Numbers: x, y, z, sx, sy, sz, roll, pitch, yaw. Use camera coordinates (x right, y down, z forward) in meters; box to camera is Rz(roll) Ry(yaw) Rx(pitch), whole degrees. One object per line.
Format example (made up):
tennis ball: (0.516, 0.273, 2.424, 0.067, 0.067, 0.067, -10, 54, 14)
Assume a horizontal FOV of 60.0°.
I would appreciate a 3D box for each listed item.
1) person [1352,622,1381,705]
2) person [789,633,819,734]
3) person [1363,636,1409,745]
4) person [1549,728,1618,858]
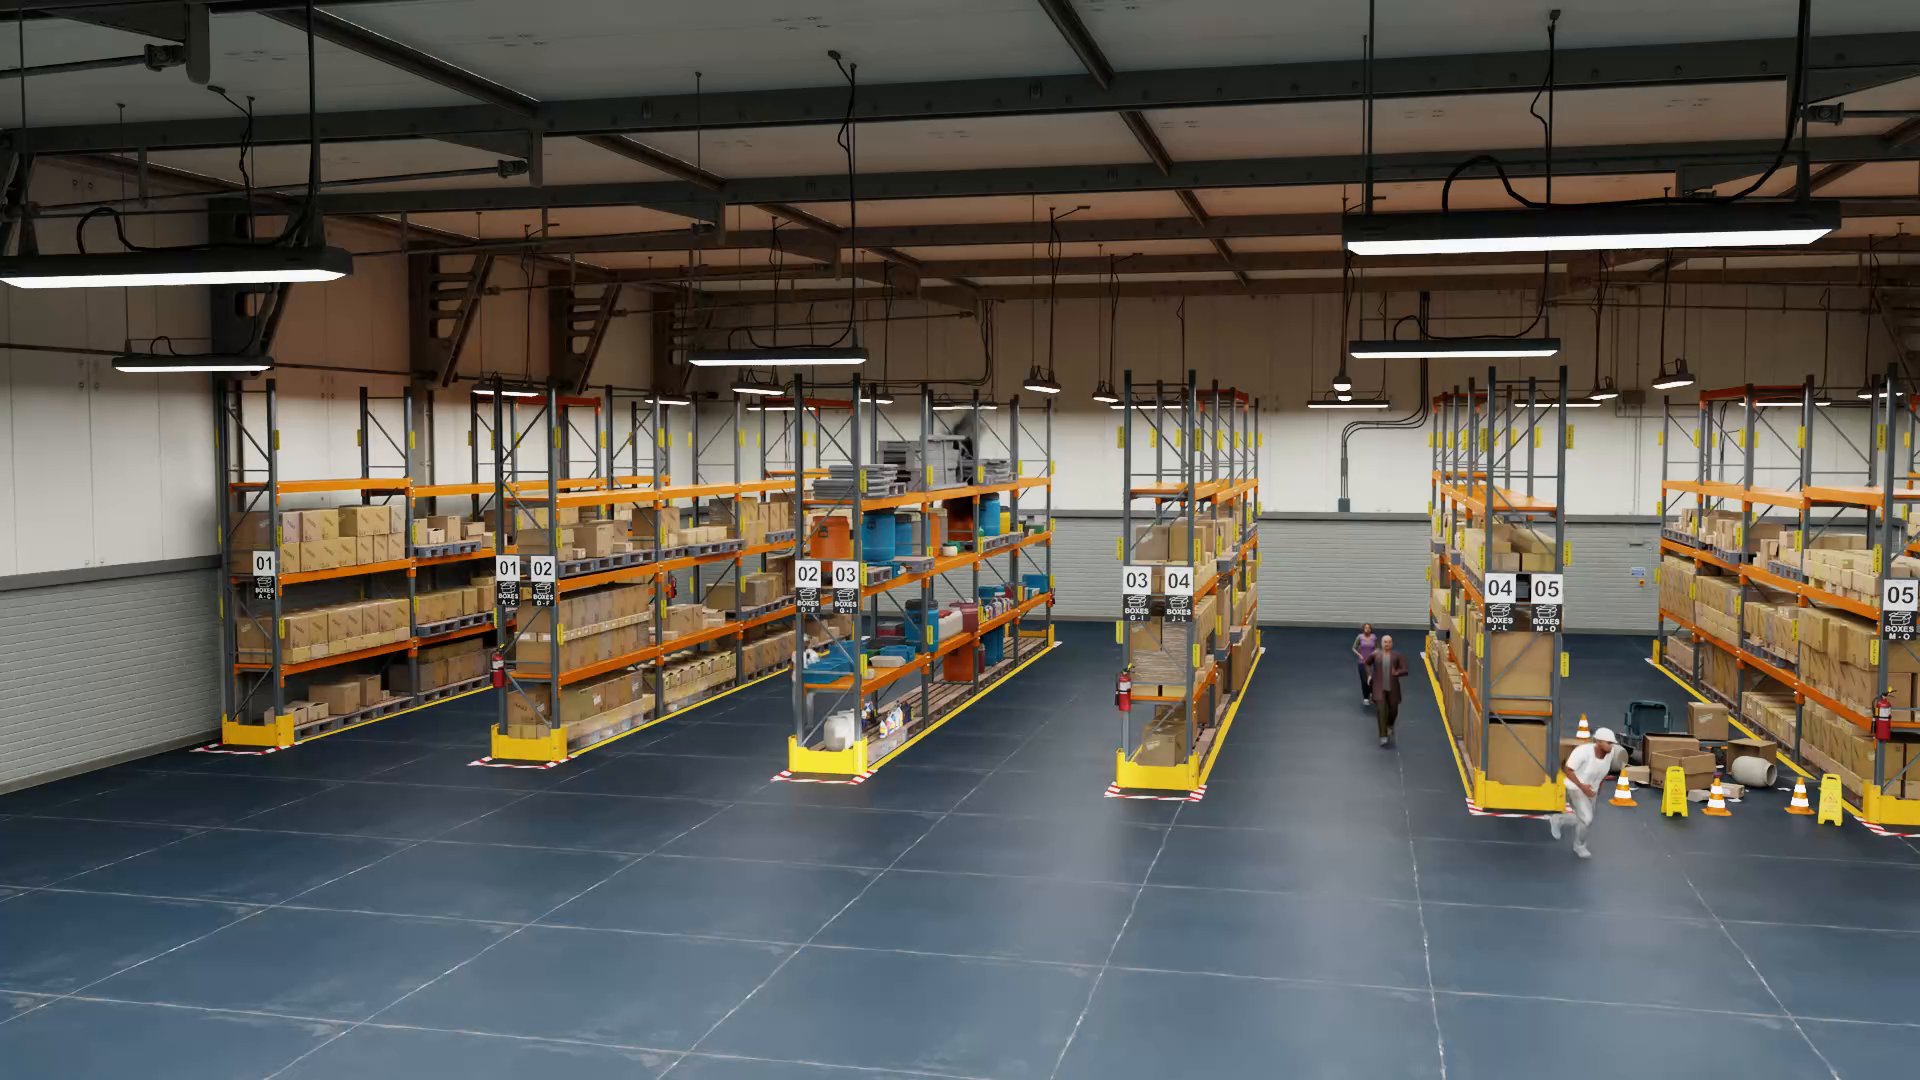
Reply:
person: (7.668, 2.336, 31.358, 0.538, 1.564, 0.536, 1, 3, 8)
person: (-2.677, 2.457, 28.437, 0.541, 1.741, 0.724, 0, 3, 4)
person: (7.046, 2.455, 27.510, 0.714, 1.754, 1.028, 1, 3, 11)
person: (7.521, 3.012, 20.059, 0.707, 1.609, 0.994, -2, 4, -25)
